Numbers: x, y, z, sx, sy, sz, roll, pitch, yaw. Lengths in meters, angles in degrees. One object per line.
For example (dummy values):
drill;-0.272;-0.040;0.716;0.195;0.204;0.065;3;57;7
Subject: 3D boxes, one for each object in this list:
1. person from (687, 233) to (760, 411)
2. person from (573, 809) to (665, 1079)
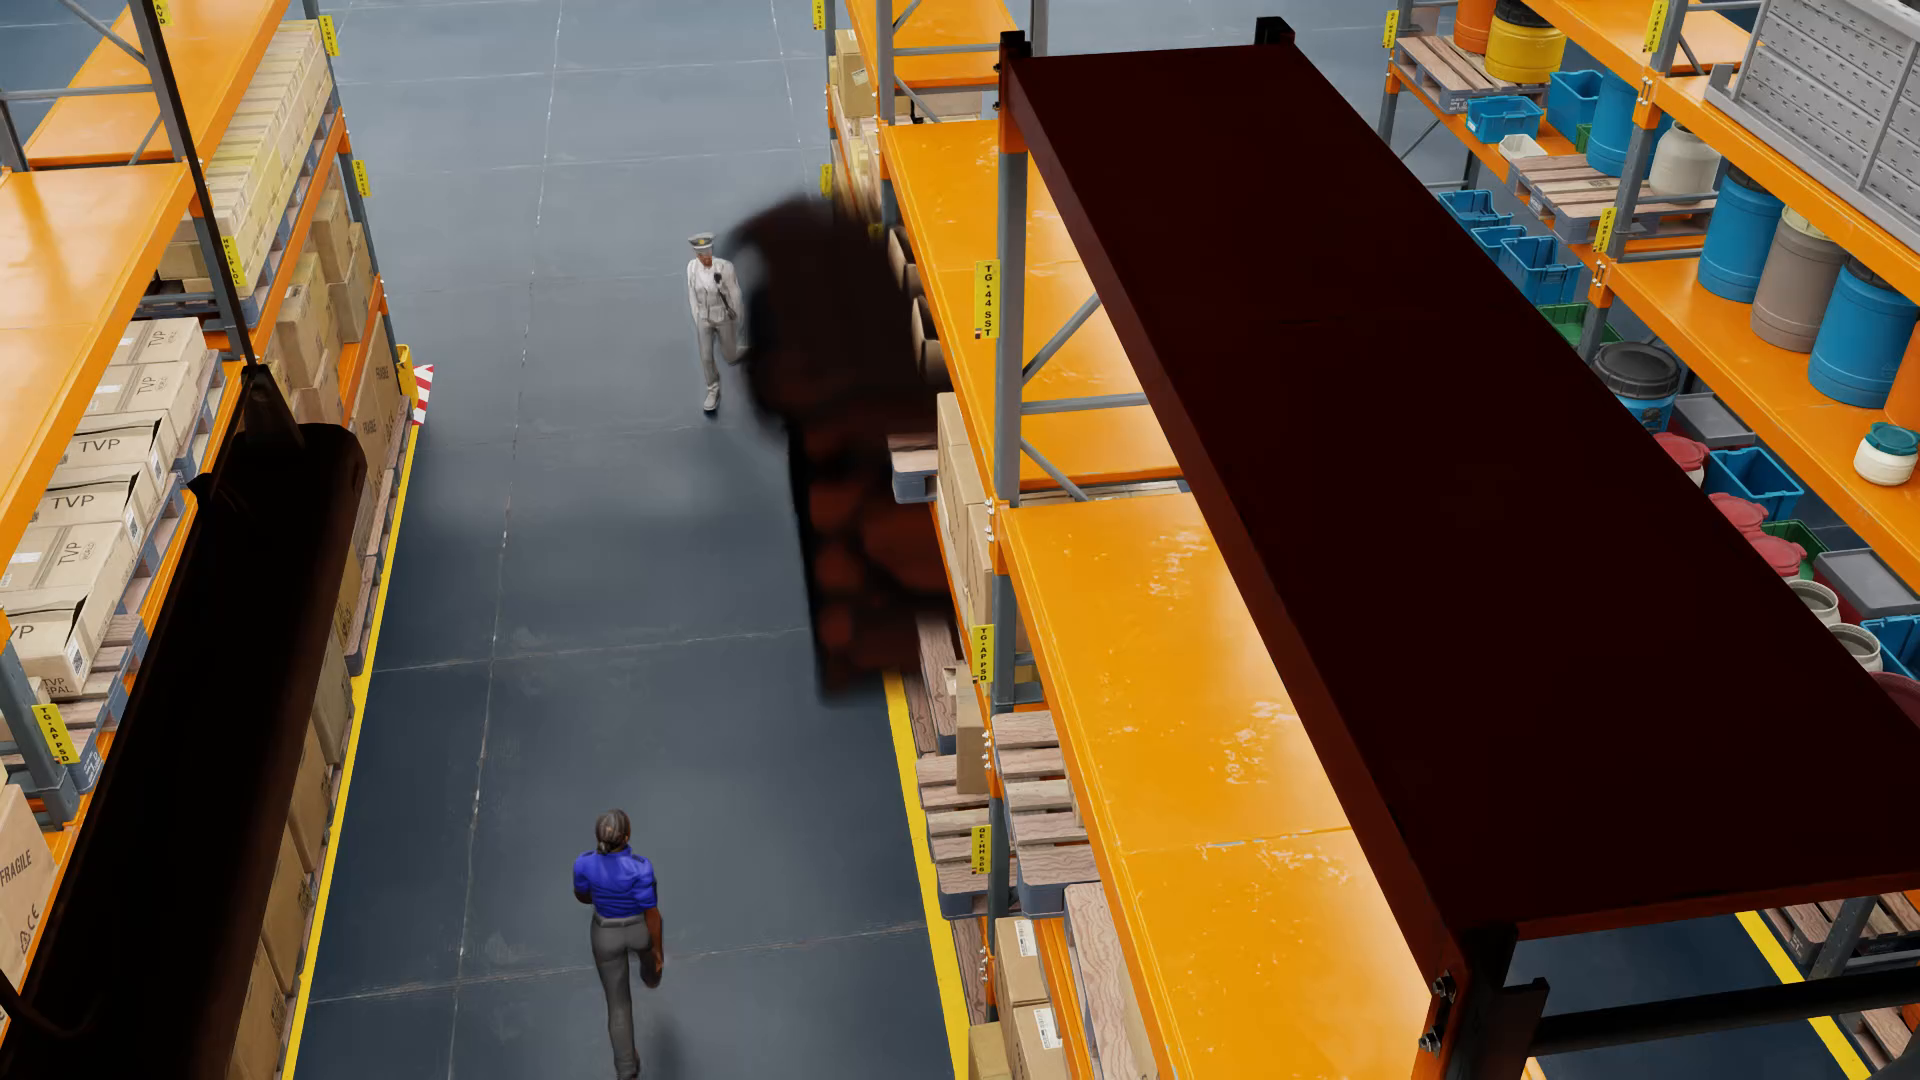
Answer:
person;-2.137;-2.018;14.801;0.479;1.656;0.728;15;39;19
person;-1.799;2.048;8.843;0.434;1.599;0.970;-8;37;-10
